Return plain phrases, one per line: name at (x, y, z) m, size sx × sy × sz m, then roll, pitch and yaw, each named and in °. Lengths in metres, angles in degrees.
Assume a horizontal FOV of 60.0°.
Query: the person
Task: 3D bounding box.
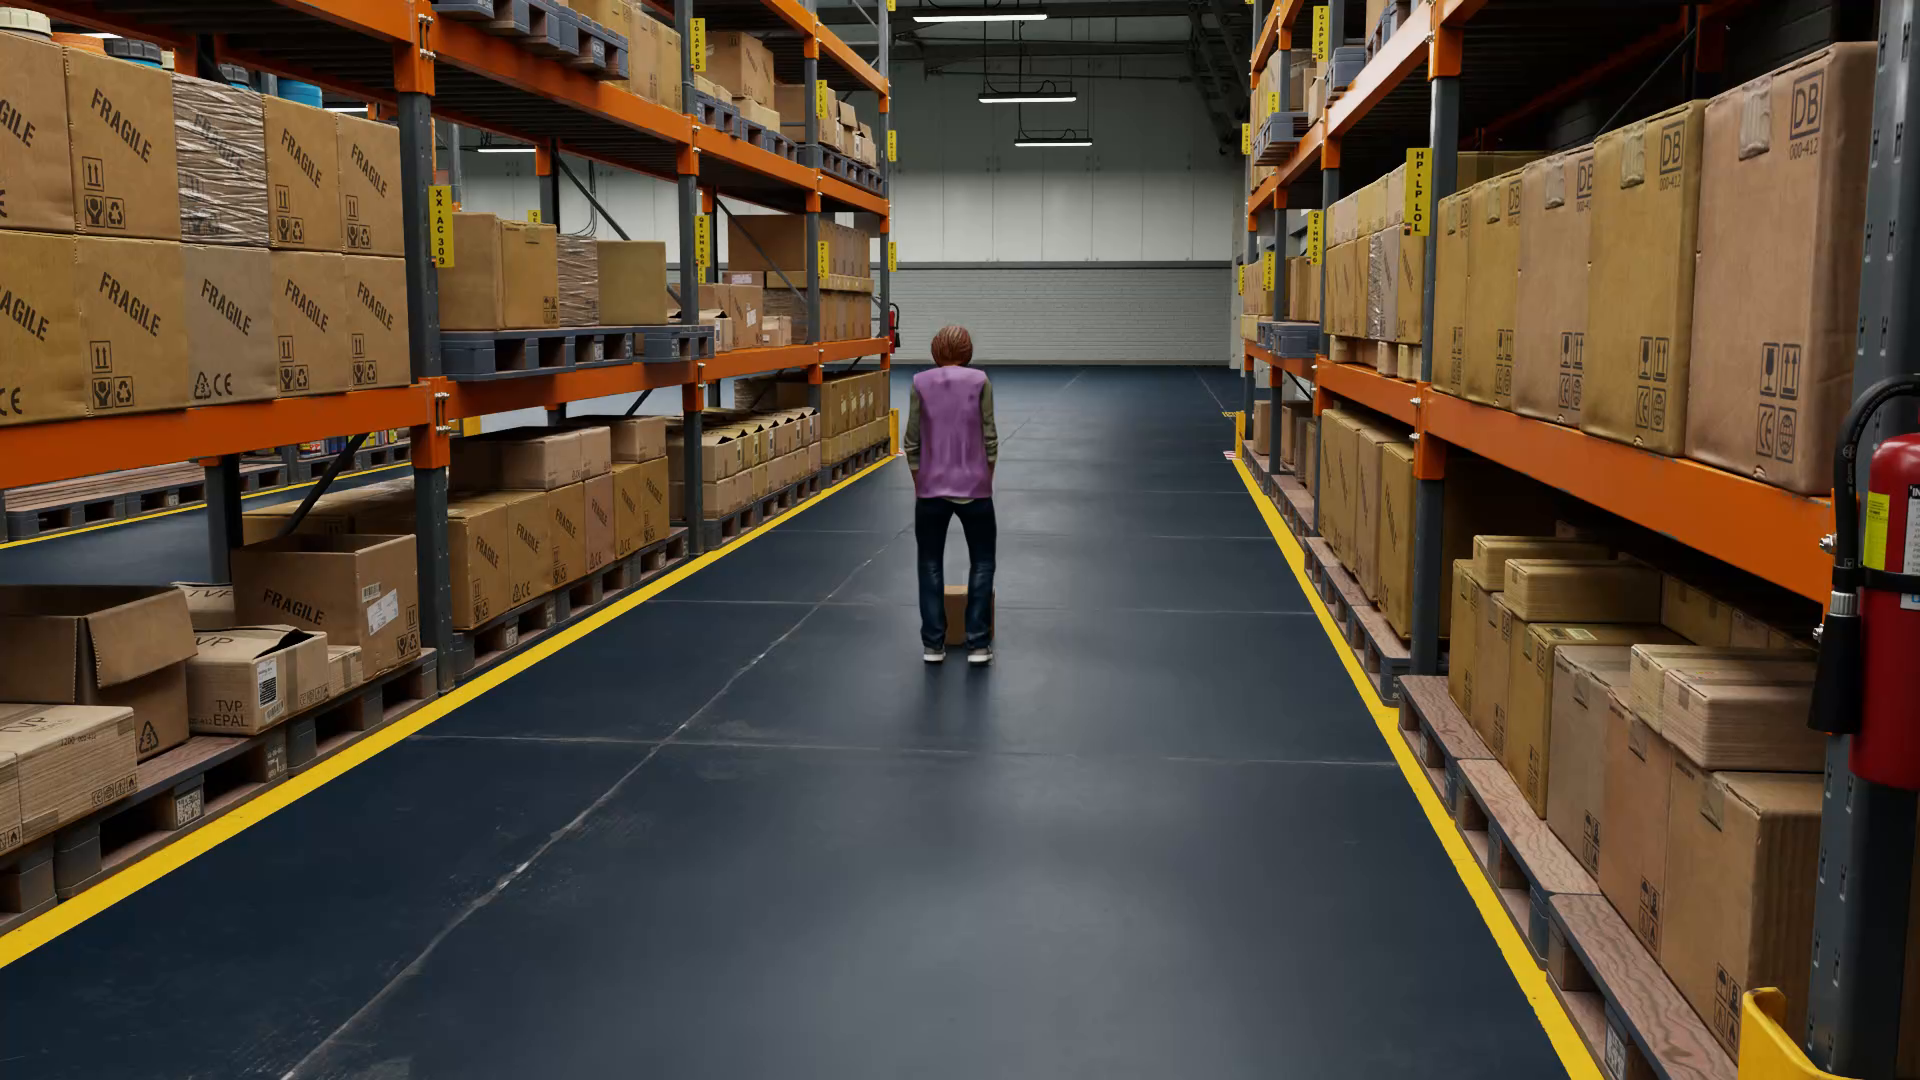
person at (-0.045, -0.203, 7.573) m, size 0.433 × 1.539 × 0.417 m, roll 1°, pitch 8°, yaw 8°
